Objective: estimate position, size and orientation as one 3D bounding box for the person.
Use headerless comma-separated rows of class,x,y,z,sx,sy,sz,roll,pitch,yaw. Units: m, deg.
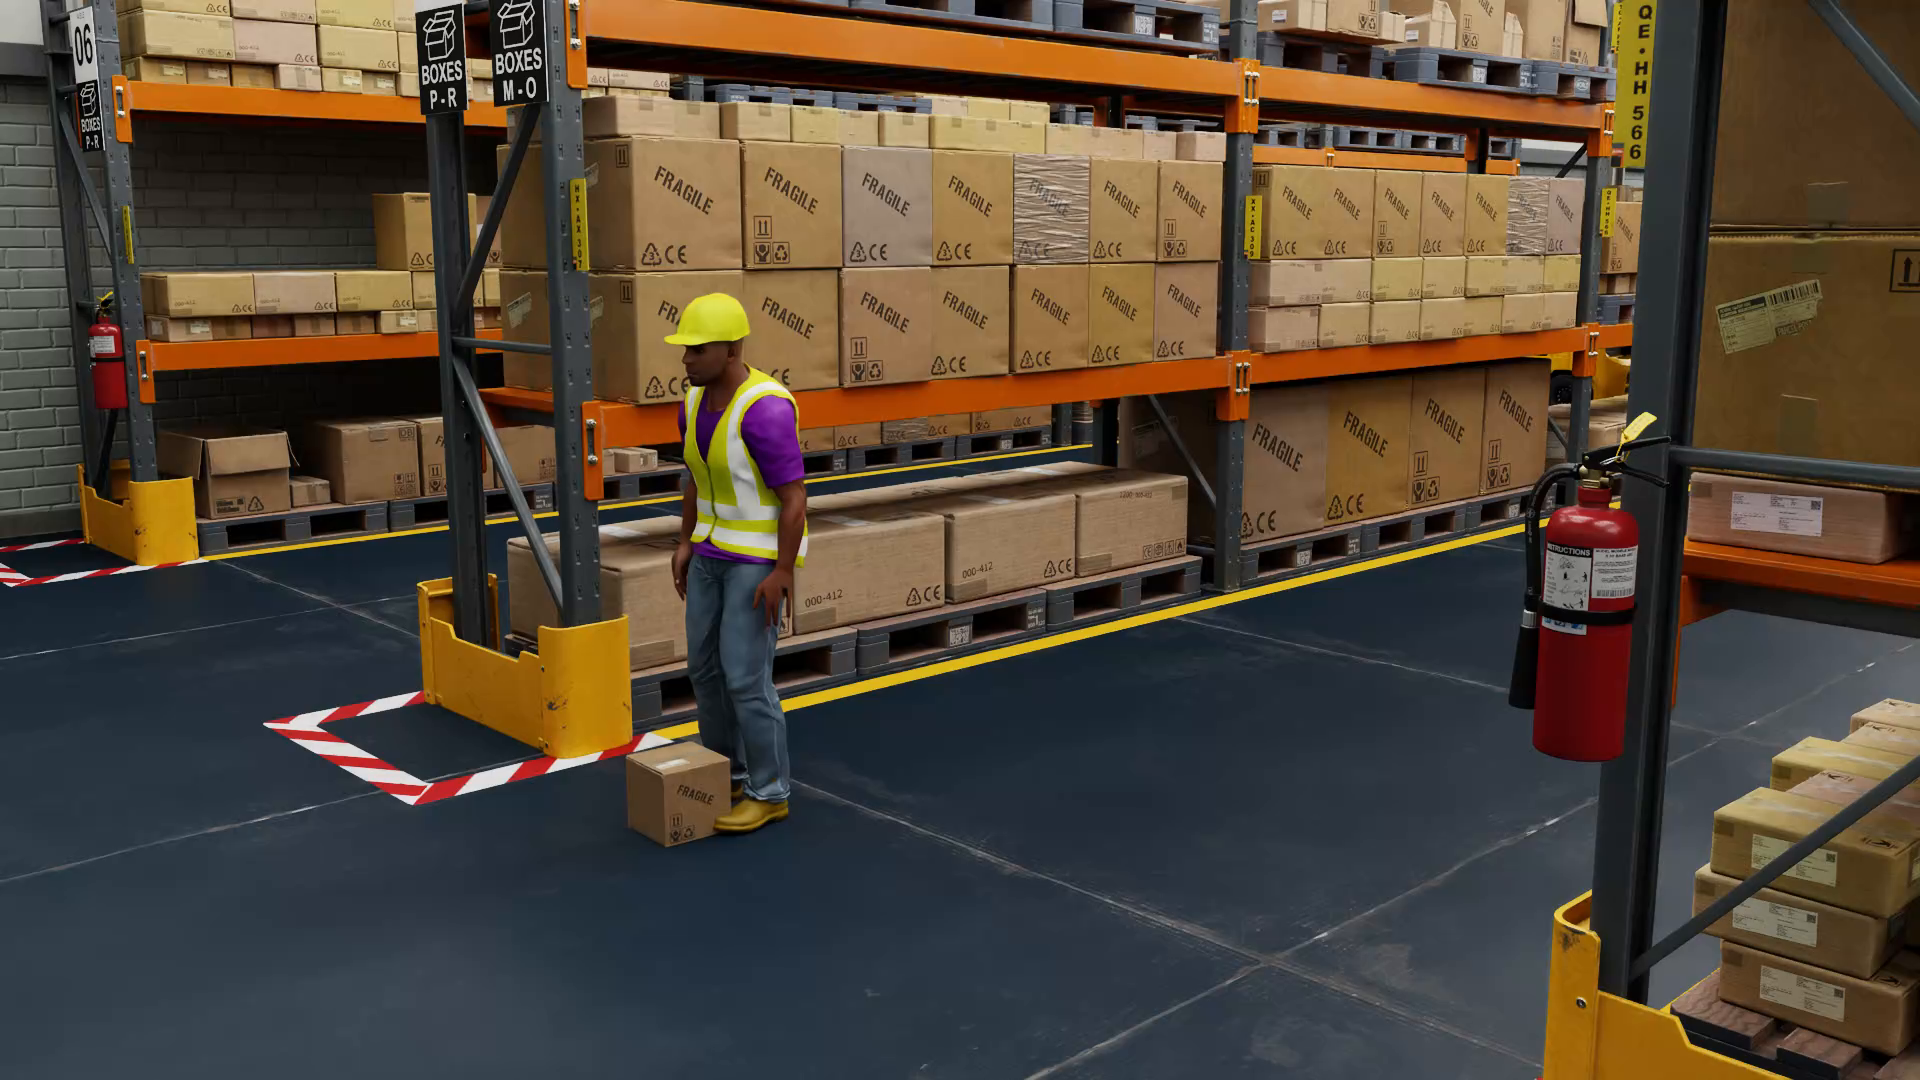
person,-0.756,0.069,5.498,0.459,1.759,0.627,-9,14,-40
